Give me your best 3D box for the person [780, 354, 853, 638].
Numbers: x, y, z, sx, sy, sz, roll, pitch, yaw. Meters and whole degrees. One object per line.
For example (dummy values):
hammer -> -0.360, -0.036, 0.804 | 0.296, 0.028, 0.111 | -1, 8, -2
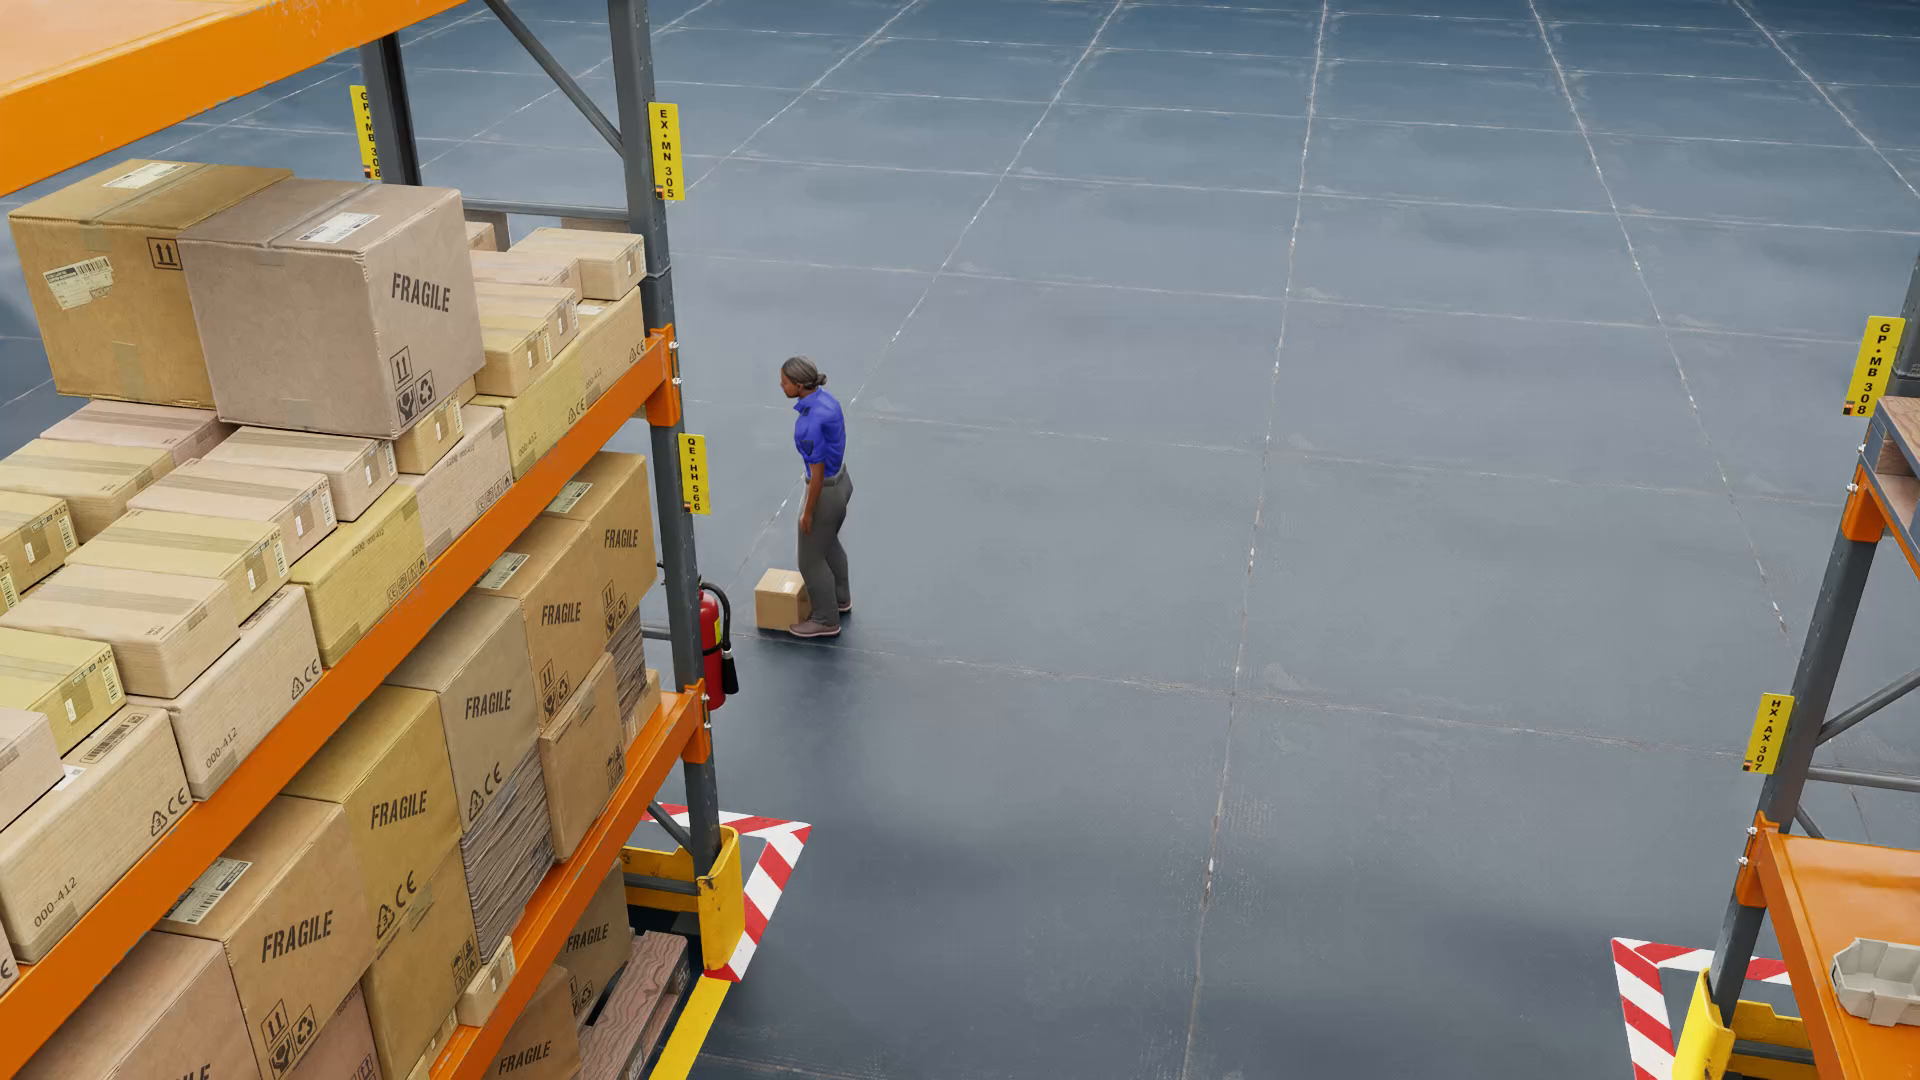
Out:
person -> -0.773, -0.247, 9.078 | 0.355, 1.639, 0.527 | 4, 29, 8
